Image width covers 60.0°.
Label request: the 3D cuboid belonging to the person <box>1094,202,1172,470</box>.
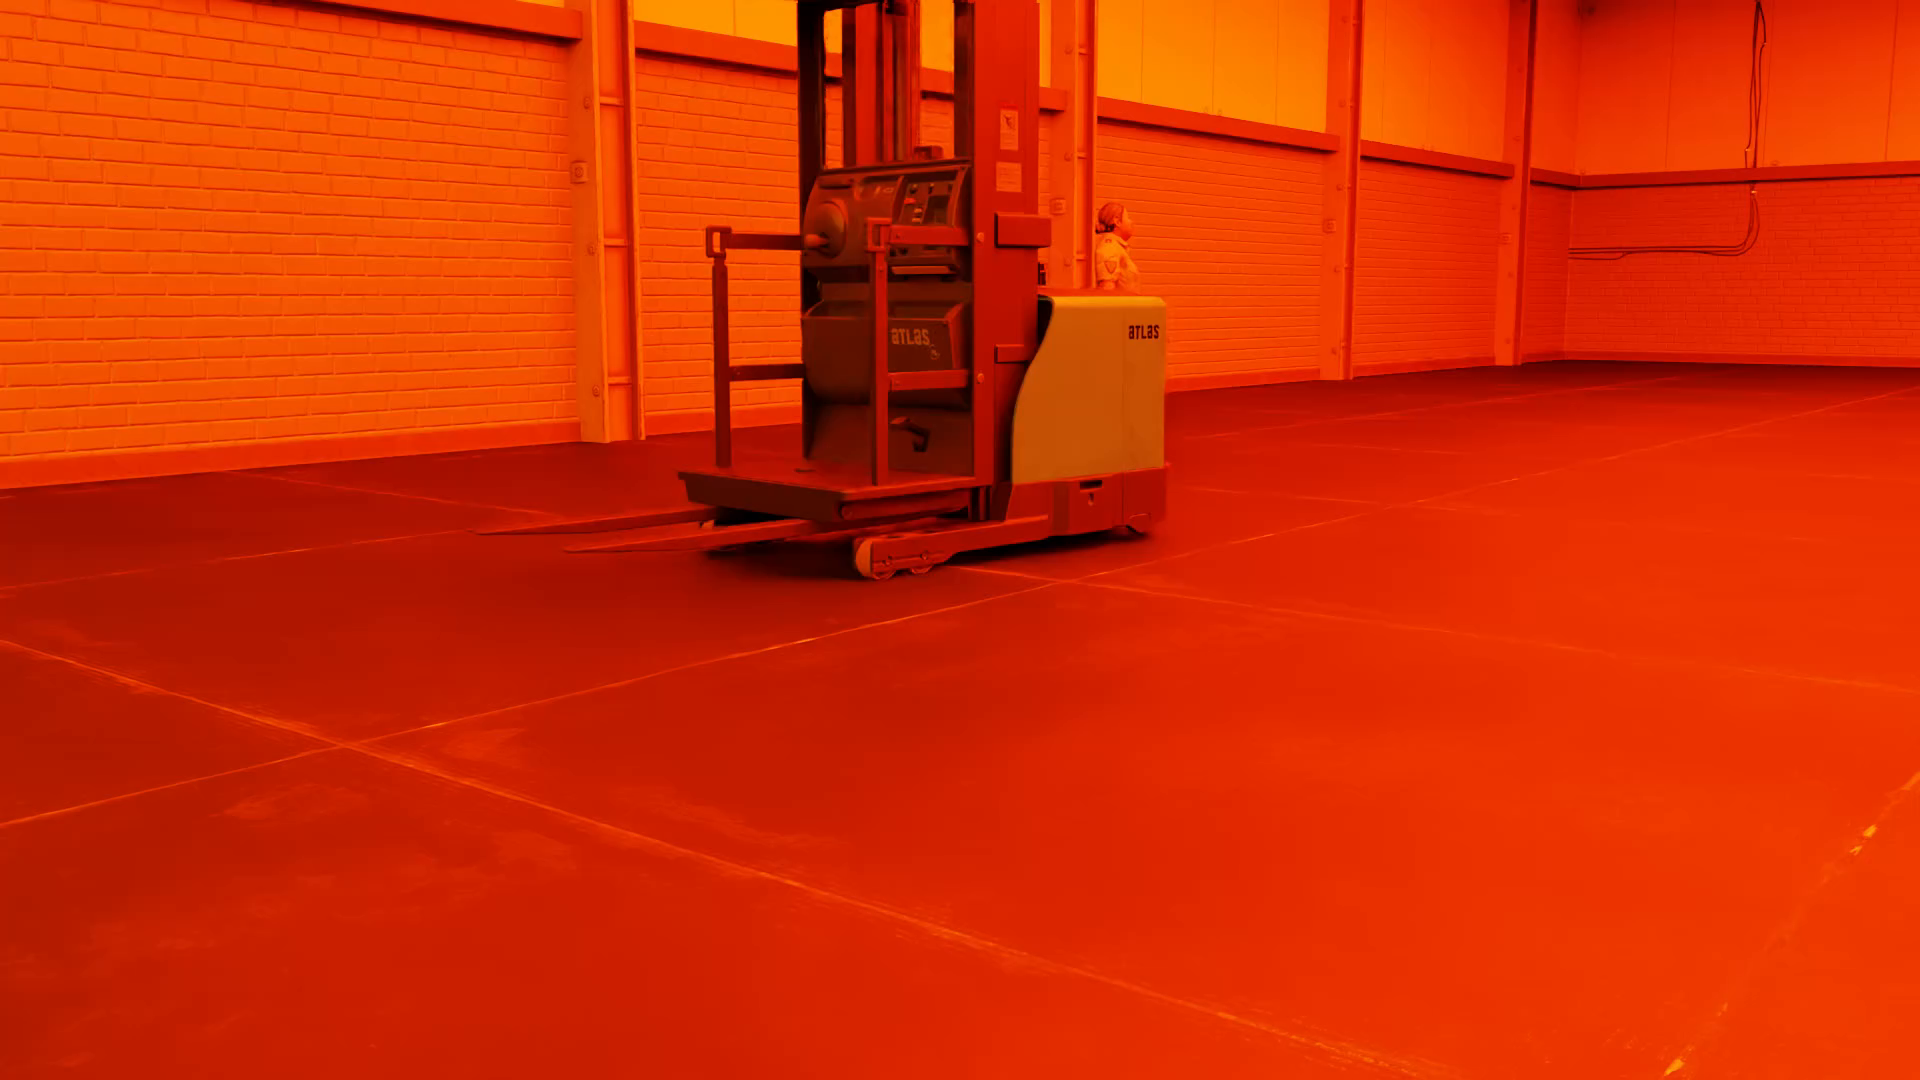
[{"bbox_3d":[1.079,-1.282,10.435,0.491,1.652,0.598,0,8,3],"label":"person"}]

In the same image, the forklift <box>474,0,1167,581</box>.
[{"bbox_3d":[-0.465,-1.379,6.705,3.031,2.935,1.130,-8,12,-44],"label":"forklift"}]
